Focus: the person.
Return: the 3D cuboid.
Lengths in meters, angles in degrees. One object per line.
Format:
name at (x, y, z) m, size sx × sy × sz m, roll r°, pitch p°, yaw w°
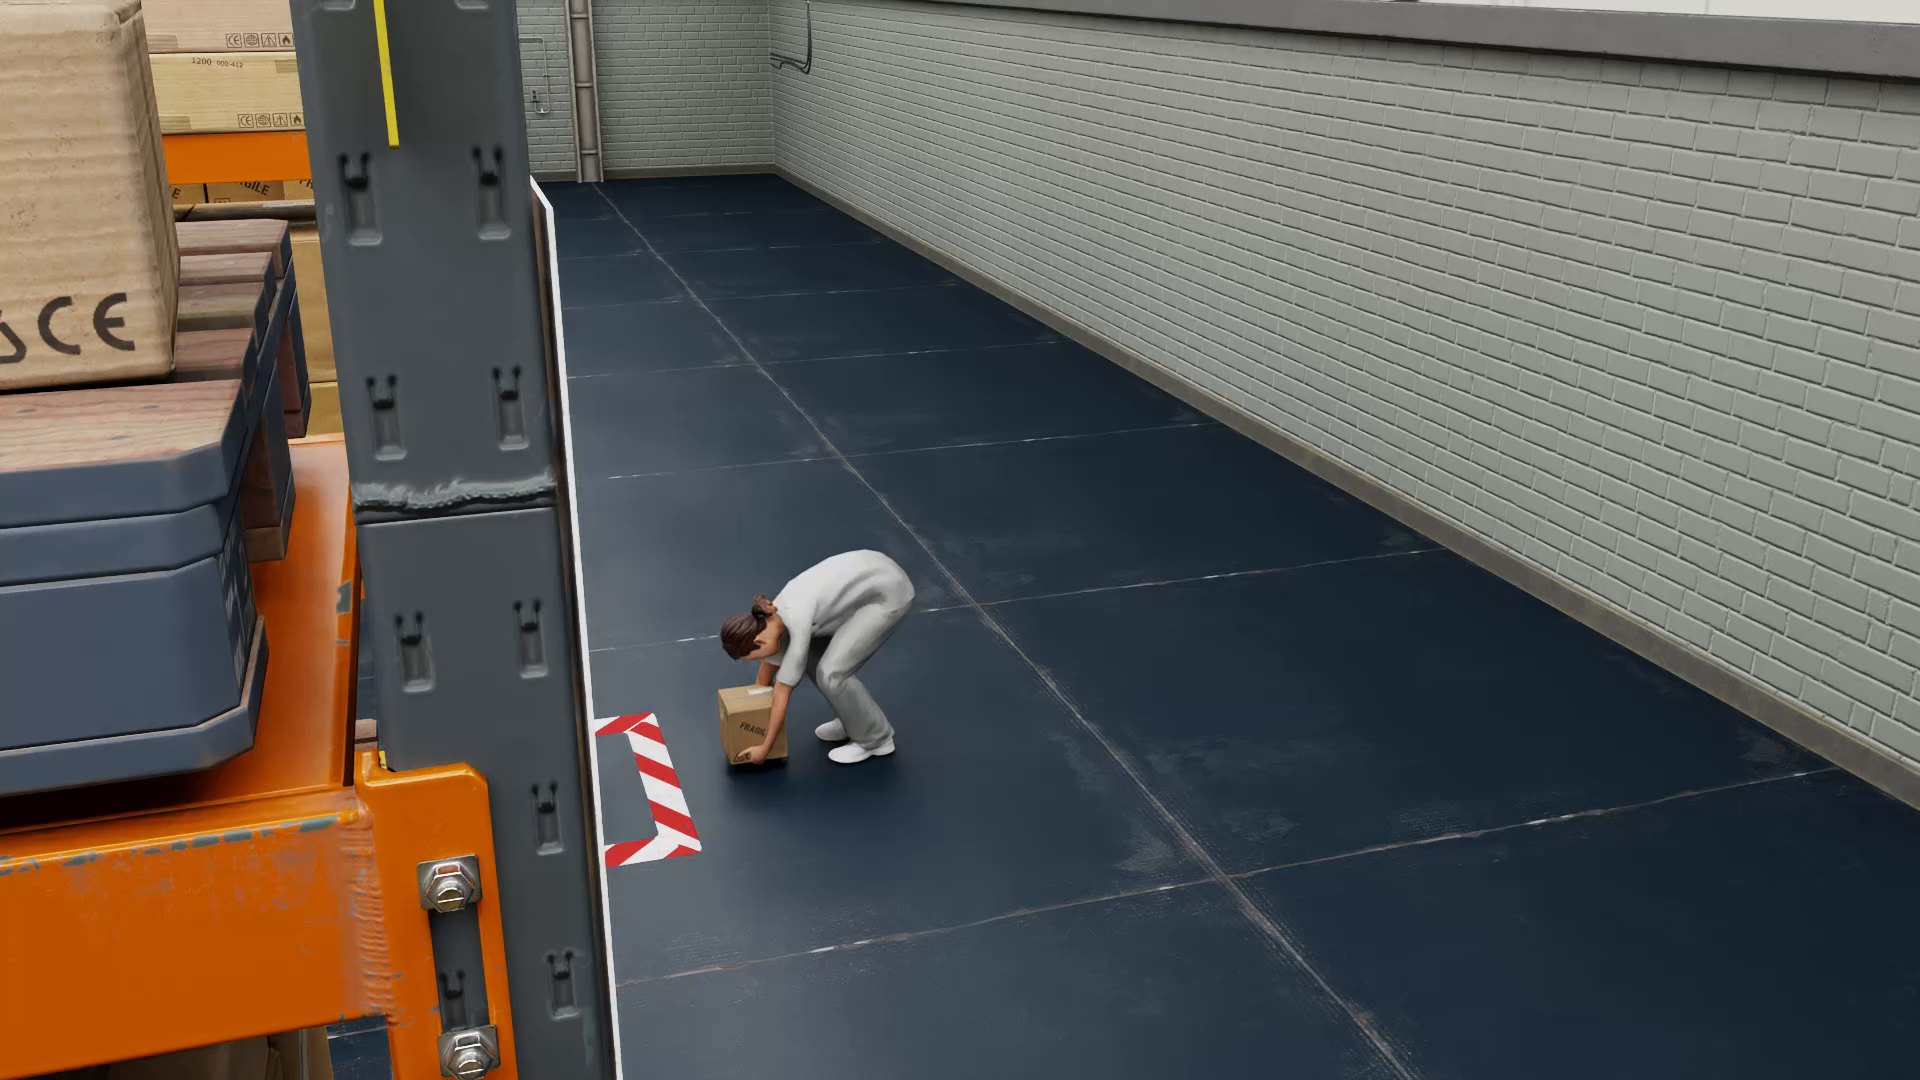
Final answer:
person at (-0.617, 0.521, 7.261) m, size 0.849 × 0.893 × 0.471 m, roll -7°, pitch 21°, yaw -20°
